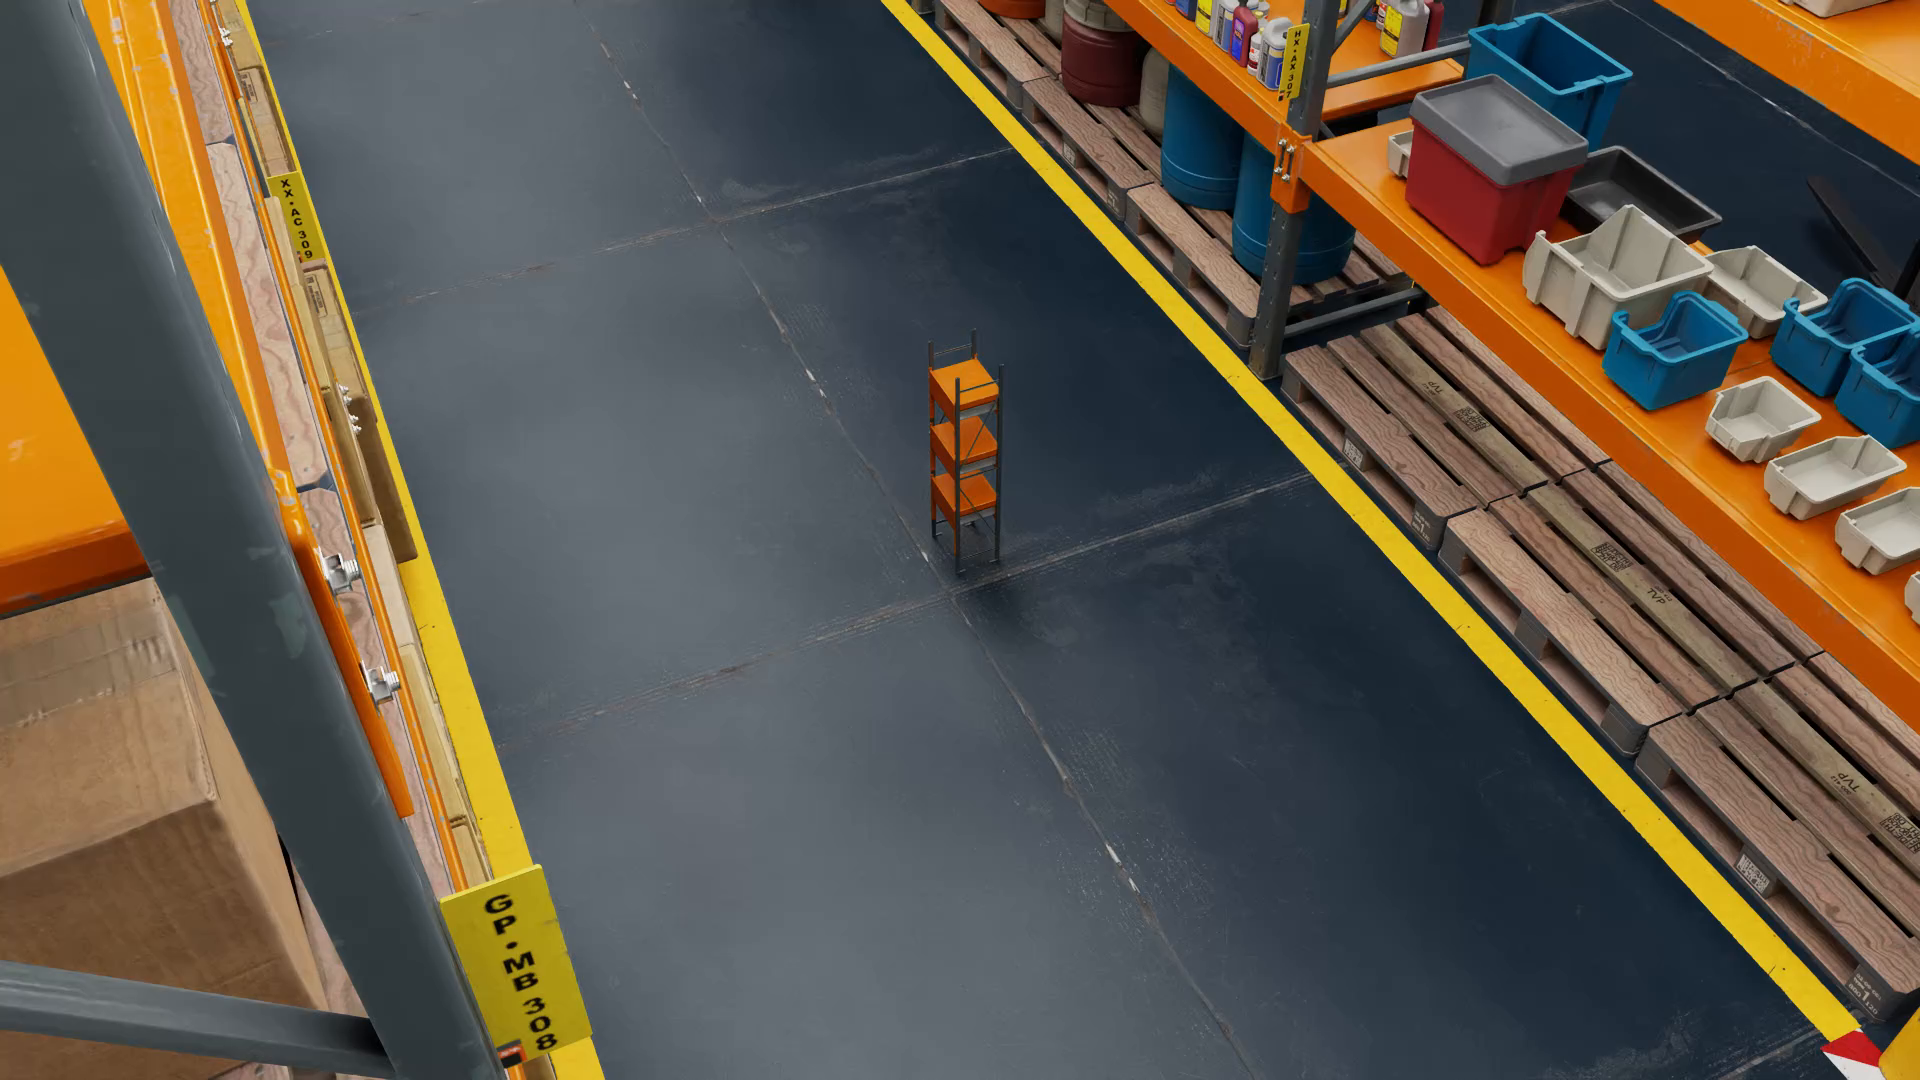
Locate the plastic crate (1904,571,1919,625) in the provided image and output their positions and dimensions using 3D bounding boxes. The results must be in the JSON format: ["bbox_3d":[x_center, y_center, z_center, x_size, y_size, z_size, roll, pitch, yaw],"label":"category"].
[{"bbox_3d":[3.028,0.157,4.969,0.396,0.136,0.243,-18,47,-17],"label":"plastic crate"}]

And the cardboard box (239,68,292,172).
[{"bbox_3d":[-3.684,-1.461,7.678,1.225,0.875,0.875,-18,47,-17],"label":"cardboard box"}]

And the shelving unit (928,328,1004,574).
[{"bbox_3d":[0.022,-0.340,6.716,0.215,1.050,0.252,-18,47,-17],"label":"shelving unit"}]

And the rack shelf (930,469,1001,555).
[{"bbox_3d":[0.022,-0.134,6.918,0.215,0.259,0.240,-18,47,-17],"label":"rack shelf"}]

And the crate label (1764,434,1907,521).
[{"bbox_3d":[2.780,-0.202,5.333,0.396,0.136,0.243,-18,47,-17],"label":"crate label"}]

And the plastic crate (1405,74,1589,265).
[{"bbox_3d":[2.001,-1.399,6.313,0.402,0.464,0.583,-18,47,-17],"label":"plastic crate"}]

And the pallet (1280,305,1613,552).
[{"bbox_3d":[2.197,-0.548,7.524,1.003,0.211,1.213,-18,47,-17],"label":"pallet"}]

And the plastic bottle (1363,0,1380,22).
[{"bbox_3d":[1.924,-2.527,7.636,0.097,0.271,0.097,0,45,0],"label":"plastic bottle"}]

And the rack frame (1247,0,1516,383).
[{"bbox_3d":[1.853,-1.998,7.008,1.000,3.000,0.127,-18,47,-17],"label":"rack frame"}]

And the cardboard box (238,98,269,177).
[{"bbox_3d":[-2.820,-1.258,6.187,0.500,0.500,0.500,-18,47,-17],"label":"cardboard box"}]

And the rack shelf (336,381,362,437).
[{"bbox_3d":[-1.800,0.995,4.487,1.077,0.370,4.000,-18,47,-17],"label":"rack shelf"}]

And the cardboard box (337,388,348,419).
[{"bbox_3d":[-2.217,-0.384,5.267,0.500,0.250,0.500,-19,48,-18],"label":"cardboard box"}]

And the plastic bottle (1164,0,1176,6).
[{"bbox_3d":[1.028,-2.664,7.771,0.152,0.276,0.135,-18,47,-17],"label":"plastic bottle"}]

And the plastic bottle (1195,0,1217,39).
[{"bbox_3d":[1.170,-2.470,7.521,0.144,0.351,0.185,-18,47,-17],"label":"plastic bottle"}]

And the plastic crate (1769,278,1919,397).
[{"bbox_3d":[3.050,-0.696,5.765,0.416,0.233,0.300,-18,47,-17],"label":"plastic crate"}]

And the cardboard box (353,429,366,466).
[{"bbox_3d":[-2.107,-0.184,5.349,0.380,0.149,0.250,-17,47,-17],"label":"cardboard box"}]

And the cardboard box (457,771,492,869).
[{"bbox_3d":[-1.457,0.800,4.352,0.380,0.149,0.250,-19,48,-18],"label":"cardboard box"}]

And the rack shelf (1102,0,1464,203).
[{"bbox_3d":[1.012,-3.017,8.553,1.077,0.370,4.000,-18,47,-17],"label":"rack shelf"}]

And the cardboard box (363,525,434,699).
[{"bbox_3d":[-1.782,0.270,4.604,0.500,0.250,0.500,-17,47,-17],"label":"cardboard box"}]

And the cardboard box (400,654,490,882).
[{"bbox_3d":[-1.349,0.662,3.674,0.500,0.500,0.500,-19,48,-18],"label":"cardboard box"}]

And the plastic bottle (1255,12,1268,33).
[{"bbox_3d":[1.320,-2.252,7.407,0.097,0.201,0.097,0,45,0],"label":"plastic bottle"}]

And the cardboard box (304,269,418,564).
[{"bbox_3d":[-2.928,-0.331,6.532,1.225,0.875,0.875,-18,47,-17],"label":"cardboard box"}]

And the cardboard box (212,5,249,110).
[{"bbox_3d":[-3.252,-1.905,6.843,0.500,0.500,0.500,-17,47,-17],"label":"cardboard box"}]

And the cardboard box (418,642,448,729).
[{"bbox_3d":[-1.675,0.470,4.685,0.380,0.149,0.250,-19,48,-18],"label":"cardboard box"}]

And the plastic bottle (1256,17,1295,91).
[{"bbox_3d":[1.394,-2.110,7.210,0.152,0.276,0.135,-18,47,-17],"label":"plastic bottle"}]

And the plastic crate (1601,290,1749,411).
[{"bbox_3d":[2.439,-0.644,5.712,0.416,0.233,0.300,-18,47,-17],"label":"plastic crate"}]

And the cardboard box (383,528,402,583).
[{"bbox_3d":[-1.891,0.143,5.017,0.380,0.149,0.250,-17,47,-17],"label":"cardboard box"}]

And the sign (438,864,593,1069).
[{"bbox_3d":[-0.453,0.446,1.716,0.100,0.325,0.005,-18,47,-17],"label":"sign"}]

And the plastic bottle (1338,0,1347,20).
[{"bbox_3d":[1.745,-2.519,7.678,0.097,0.201,0.097,0,45,0],"label":"plastic bottle"}]

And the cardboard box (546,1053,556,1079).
[{"bbox_3d":[-1.137,1.287,3.857,0.380,0.149,0.250,-19,48,-18],"label":"cardboard box"}]

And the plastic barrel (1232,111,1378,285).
[{"bbox_3d":[1.640,-1.752,7.954,0.600,0.901,0.708,-18,47,-17],"label":"plastic barrel"}]

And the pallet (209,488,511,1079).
[{"bbox_3d":[-1.280,0.508,2.396,1.003,0.211,1.213,-18,47,-17],"label":"pallet"}]

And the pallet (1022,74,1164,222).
[{"bbox_3d":[1.050,-2.288,9.288,1.003,0.211,1.213,-18,47,-17],"label":"pallet"}]

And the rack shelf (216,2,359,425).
[{"bbox_3d":[-3.482,-1.554,7.070,1.077,0.370,4.000,-18,47,-17],"label":"rack shelf"}]

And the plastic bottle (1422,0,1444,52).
[{"bbox_3d":[2.086,-2.316,7.414,0.061,0.283,0.133,-18,47,-17],"label":"plastic bottle"}]

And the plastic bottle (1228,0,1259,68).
[{"bbox_3d":[1.255,-2.246,7.343,0.061,0.283,0.133,-18,47,-17],"label":"plastic bottle"}]

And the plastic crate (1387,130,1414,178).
[{"bbox_3d":[1.919,-1.587,6.736,0.396,0.136,0.243,-18,47,-17],"label":"plastic crate"}]

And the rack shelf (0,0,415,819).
[{"bbox_3d":[-1.800,-0.998,2.520,1.077,0.370,4.000,-18,47,-17],"label":"rack shelf"}]

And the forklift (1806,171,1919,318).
[{"bbox_3d":[4.886,-1.757,6.813,1.130,2.935,3.031,-3,45,-3],"label":"forklift"}]

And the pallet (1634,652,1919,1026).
[{"bbox_3d":[3.223,1.006,5.949,1.003,0.211,1.213,-18,47,-17],"label":"pallet"}]

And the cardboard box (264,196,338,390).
[{"bbox_3d":[-2.205,-0.641,4.994,0.500,0.500,0.500,-17,47,-16],"label":"cardboard box"}]

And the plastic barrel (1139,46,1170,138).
[{"bbox_3d":[1.186,-2.451,8.940,0.421,0.512,0.421,0,45,0],"label":"plastic barrel"}]

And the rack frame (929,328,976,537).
[{"bbox_3d":[-0.029,-0.417,6.794,0.200,1.050,0.008,-18,47,-17],"label":"rack frame"}]

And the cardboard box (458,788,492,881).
[{"bbox_3d":[-1.348,0.925,3.941,0.500,0.250,0.500,-20,48,-19],"label":"cardboard box"}]

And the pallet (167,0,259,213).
[{"bbox_3d":[-2.306,-1.047,3.972,1.003,0.211,1.213,-18,47,-17],"label":"pallet"}]

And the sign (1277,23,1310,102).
[{"bbox_3d":[1.353,-1.935,6.748,0.100,0.325,0.005,-18,47,-17],"label":"sign"}]

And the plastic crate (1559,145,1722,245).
[{"bbox_3d":[2.567,-1.288,6.441,0.437,0.125,0.590,-18,47,-17],"label":"plastic crate"}]

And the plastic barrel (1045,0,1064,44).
[{"bbox_3d":[0.711,-3.171,9.669,0.421,0.512,0.421,0,45,0],"label":"plastic barrel"}]
